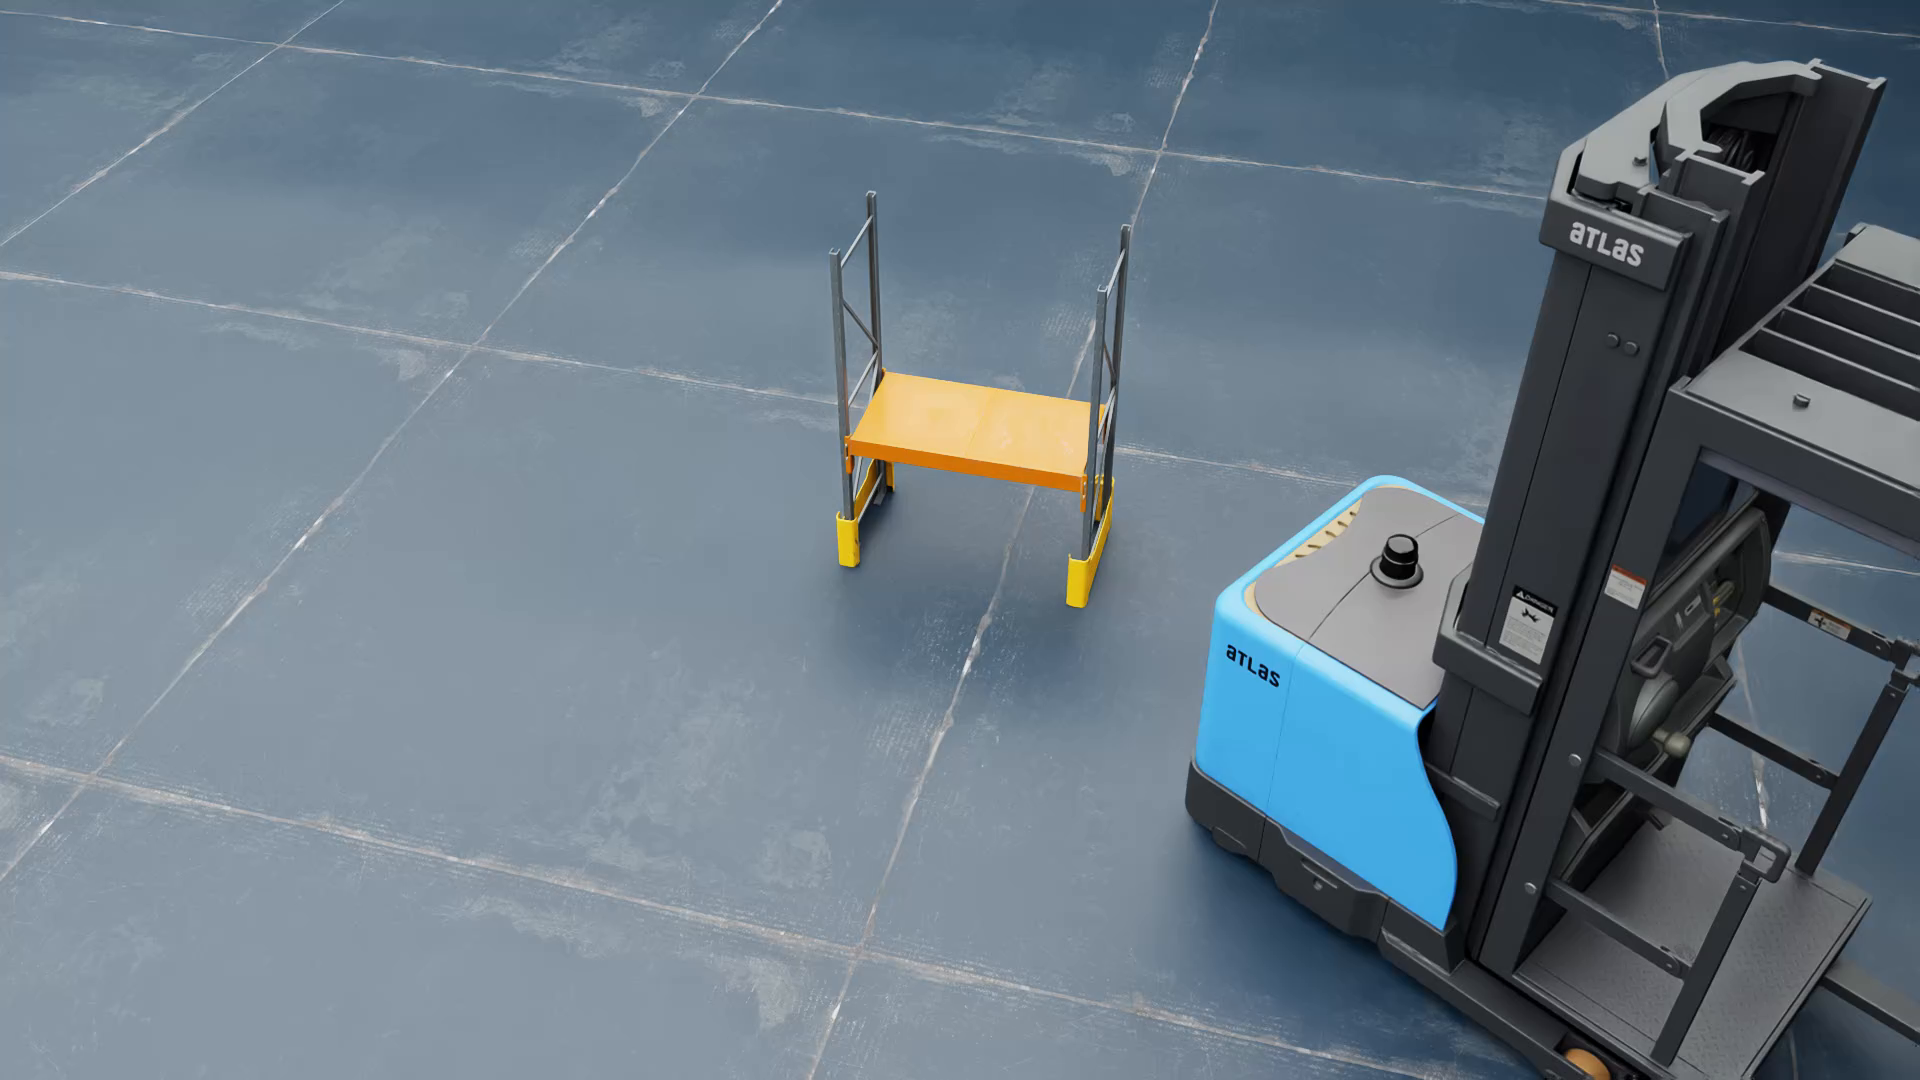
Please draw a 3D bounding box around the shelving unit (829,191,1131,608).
[{"bbox_3d":[0.074,-0.562,6.753,1.083,1.500,0.587,10,41,11],"label":"shelving unit"}]

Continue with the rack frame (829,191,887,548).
[{"bbox_3d":[-0.409,-0.645,6.851,0.032,1.500,0.500,10,41,11],"label":"rack frame"}]

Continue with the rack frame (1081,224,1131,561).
[{"bbox_3d":[0.573,-0.476,6.650,0.032,1.500,0.500,10,41,11],"label":"rack frame"}]

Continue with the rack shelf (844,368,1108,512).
[{"bbox_3d":[0.082,-0.422,6.866,1.000,0.185,0.538,10,41,11],"label":"rack shelf"}]

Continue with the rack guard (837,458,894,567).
[{"bbox_3d":[-0.407,-0.166,7.253,0.087,0.250,0.587,10,41,11],"label":"rack guard"}]

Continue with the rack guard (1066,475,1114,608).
[{"bbox_3d":[0.555,0.000,7.056,0.087,0.250,0.587,10,41,11],"label":"rack guard"}]

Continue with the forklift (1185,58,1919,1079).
[{"bbox_3d":[2.215,0.331,4.577,3.031,2.935,1.130,32,50,33],"label":"forklift"}]
